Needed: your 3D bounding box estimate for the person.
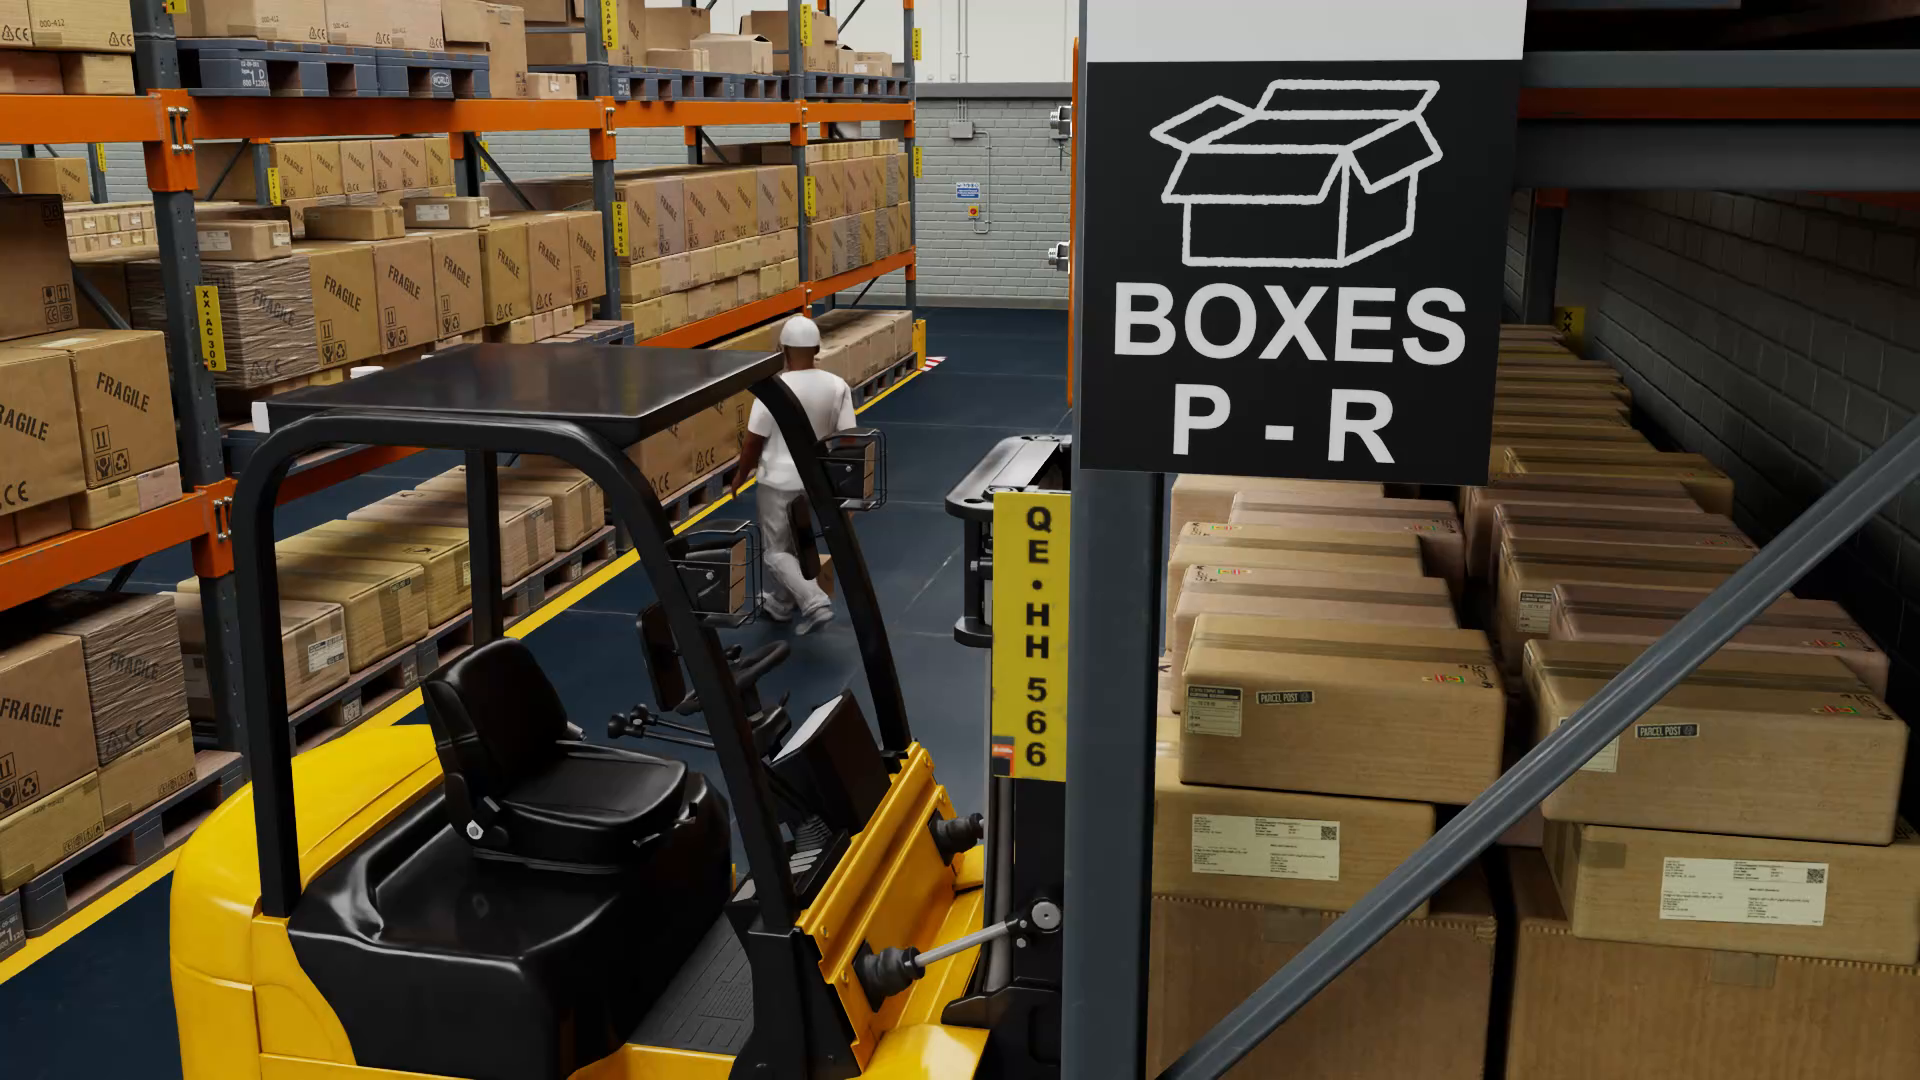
[{"bbox_3d":[-0.891,-0.328,8.789,0.571,1.719,0.993,-12,19,-39],"label":"person"}]
